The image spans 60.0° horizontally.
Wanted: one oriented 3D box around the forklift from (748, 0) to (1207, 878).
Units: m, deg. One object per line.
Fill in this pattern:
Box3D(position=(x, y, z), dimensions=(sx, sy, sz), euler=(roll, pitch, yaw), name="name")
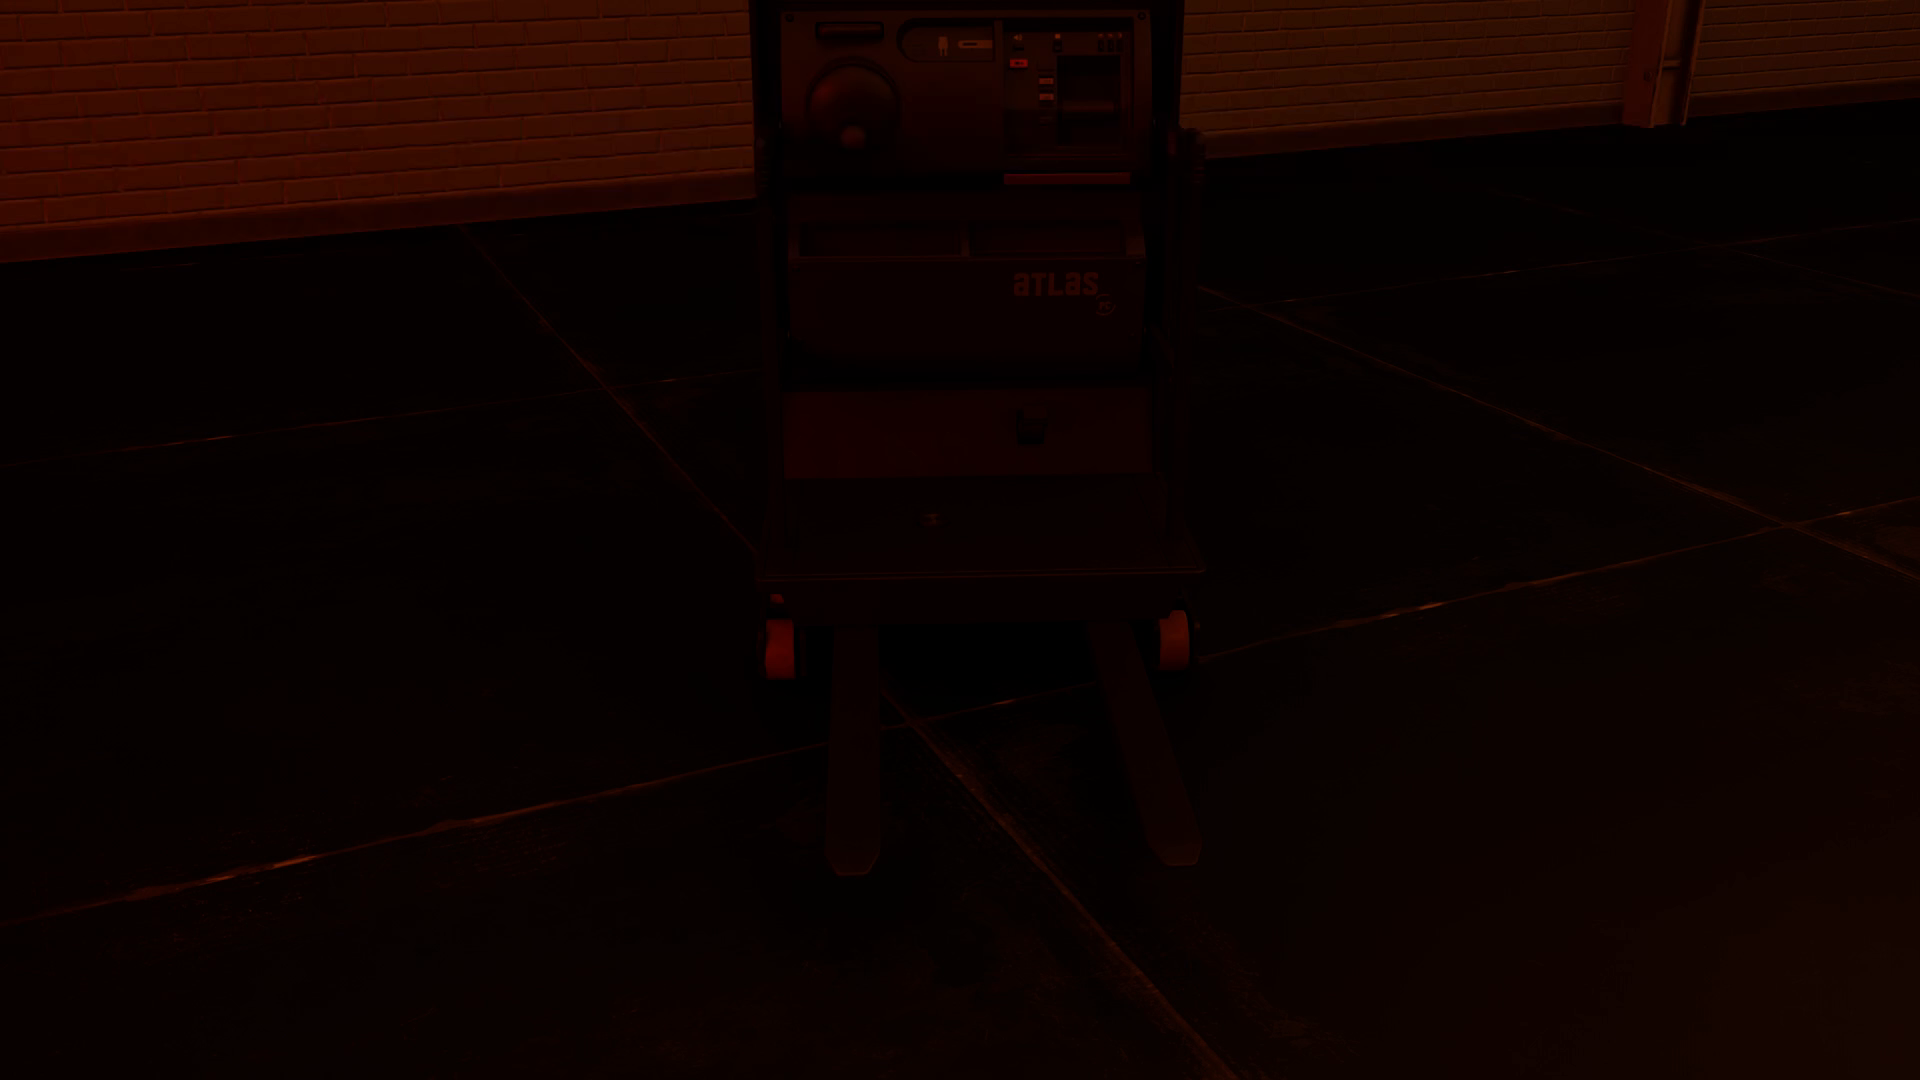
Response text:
Box3D(position=(0.030, -1.120, 3.982), dimensions=(1.130, 2.935, 3.031), euler=(-1, 23, -3), name="forklift")
